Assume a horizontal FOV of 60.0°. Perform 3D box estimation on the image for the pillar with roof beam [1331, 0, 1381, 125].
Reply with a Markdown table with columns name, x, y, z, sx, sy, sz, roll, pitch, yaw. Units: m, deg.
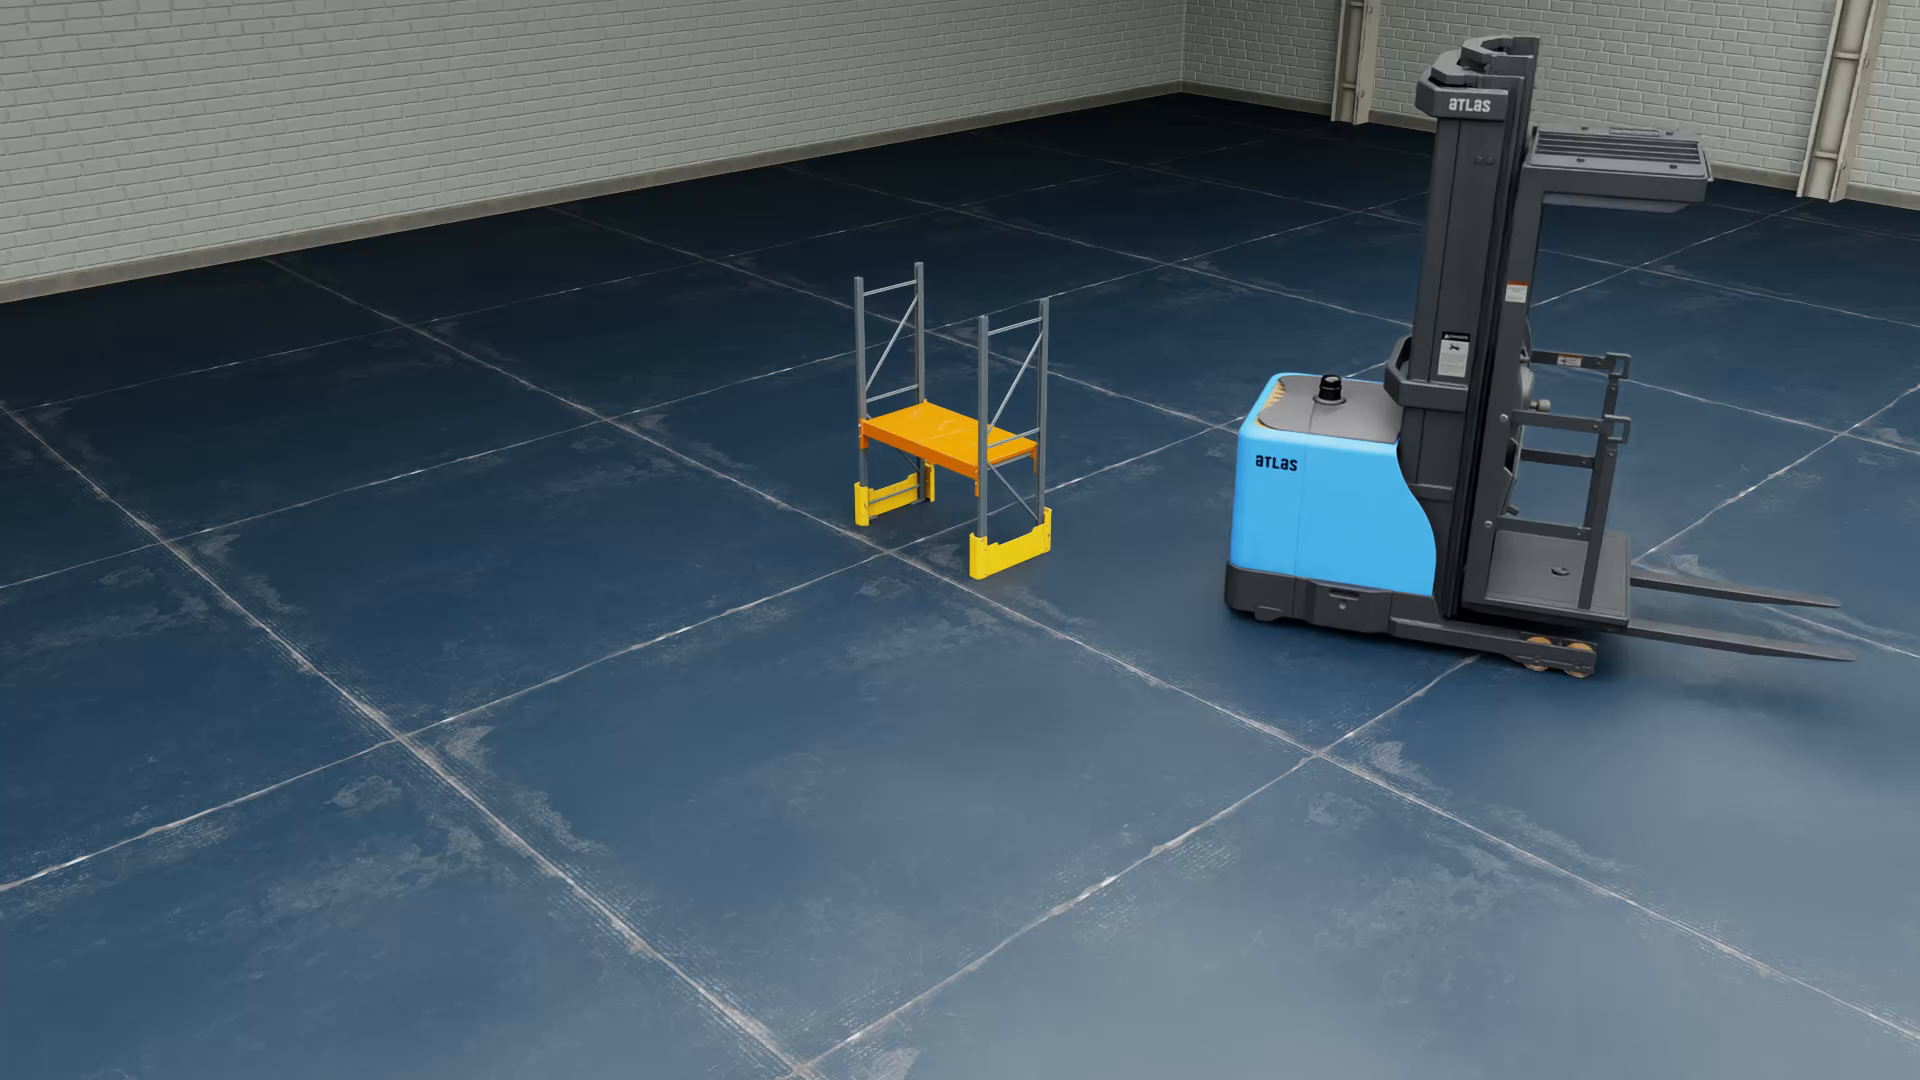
| name | x | y | z | sx | sy | sz | roll | pitch | yaw |
| --- | --- | --- | --- | --- | --- | --- | --- | --- | --- |
| pillar with roof beam | 1.962 | -8.359 | 17.232 | 9.100 | 9.000 | 0.400 | -21 | 32 | -38 |

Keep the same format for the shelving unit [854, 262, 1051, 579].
| name | x | y | z | sx | sy | sz | roll | pitch | yaw |
| --- | --- | --- | --- | --- | --- | --- | --- | --- | --- |
| shelving unit | -0.052 | -0.705 | 9.489 | 0.587 | 1.500 | 1.083 | -21 | 32 | -38 |

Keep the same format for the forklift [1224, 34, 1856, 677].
| name | x | y | z | sx | sy | sz | roll | pitch | yaw |
| --- | --- | --- | --- | --- | --- | --- | --- | --- | --- |
| forklift | 2.979 | -0.902 | 8.195 | 3.031 | 2.935 | 1.130 | 9 | 26 | 18 |

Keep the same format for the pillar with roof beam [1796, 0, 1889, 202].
| name | x | y | z | sx | sy | sz | roll | pitch | yaw |
| --- | --- | --- | --- | --- | --- | --- | --- | --- | --- |
| pillar with roof beam | 6.063 | -6.541 | 13.247 | 9.100 | 9.000 | 0.400 | -21 | 32 | -38 |

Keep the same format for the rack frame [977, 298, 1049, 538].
| name | x | y | z | sx | sy | sz | roll | pitch | yaw |
| --- | --- | --- | --- | --- | --- | --- | --- | --- | --- |
| rack frame | 0.289 | -0.554 | 9.158 | 0.500 | 1.500 | 0.032 | -21 | 32 | -38 |

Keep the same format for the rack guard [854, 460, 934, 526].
| name | x | y | z | sx | sy | sz | roll | pitch | yaw |
| --- | --- | --- | --- | --- | --- | --- | --- | --- | --- |
| rack guard | -0.392 | -0.288 | 10.079 | 0.587 | 0.250 | 0.087 | -21 | 32 | -38 |

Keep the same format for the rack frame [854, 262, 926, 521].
| name | x | y | z | sx | sy | sz | roll | pitch | yaw |
| --- | --- | --- | --- | --- | --- | --- | --- | --- | --- |
| rack frame | -0.406 | -0.862 | 9.833 | 0.500 | 1.500 | 0.032 | -21 | 32 | -38 |

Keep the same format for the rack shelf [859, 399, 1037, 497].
| name | x | y | z | sx | sy | sz | roll | pitch | yaw |
| --- | --- | --- | --- | --- | --- | --- | --- | --- | --- |
| rack shelf | -0.058 | -0.545 | 9.570 | 0.538 | 0.185 | 1.000 | -21 | 32 | -38 |

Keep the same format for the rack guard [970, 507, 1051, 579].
| name | x | y | z | sx | sy | sz | roll | pitch | yaw |
| --- | --- | --- | --- | --- | --- | --- | --- | --- | --- |
| rack guard | 0.288 | 0.014 | 9.418 | 0.587 | 0.250 | 0.087 | -21 | 32 | -38 |
